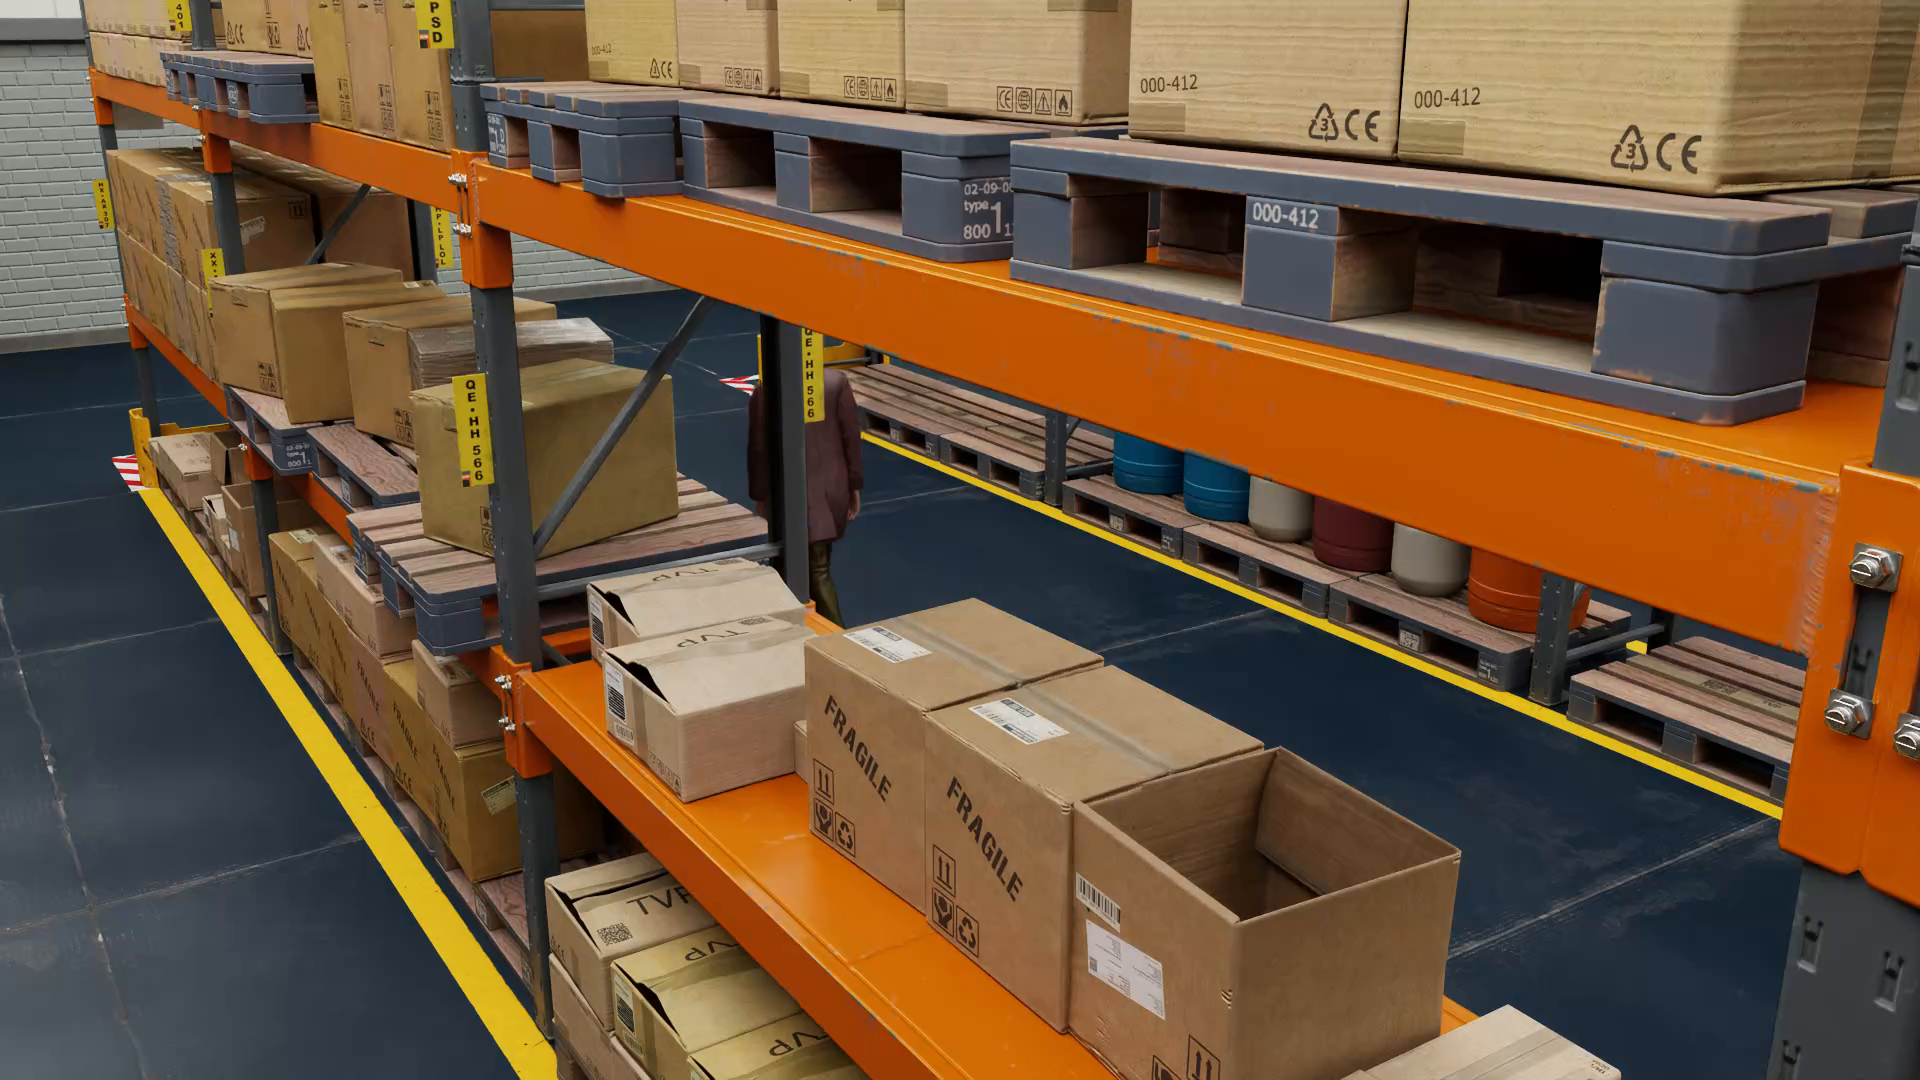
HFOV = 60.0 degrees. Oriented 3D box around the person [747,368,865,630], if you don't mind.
[{"bbox_3d":[-0.824,-0.258,8.382,0.591,1.723,1.102,-12,21,-32],"label":"person"}]
